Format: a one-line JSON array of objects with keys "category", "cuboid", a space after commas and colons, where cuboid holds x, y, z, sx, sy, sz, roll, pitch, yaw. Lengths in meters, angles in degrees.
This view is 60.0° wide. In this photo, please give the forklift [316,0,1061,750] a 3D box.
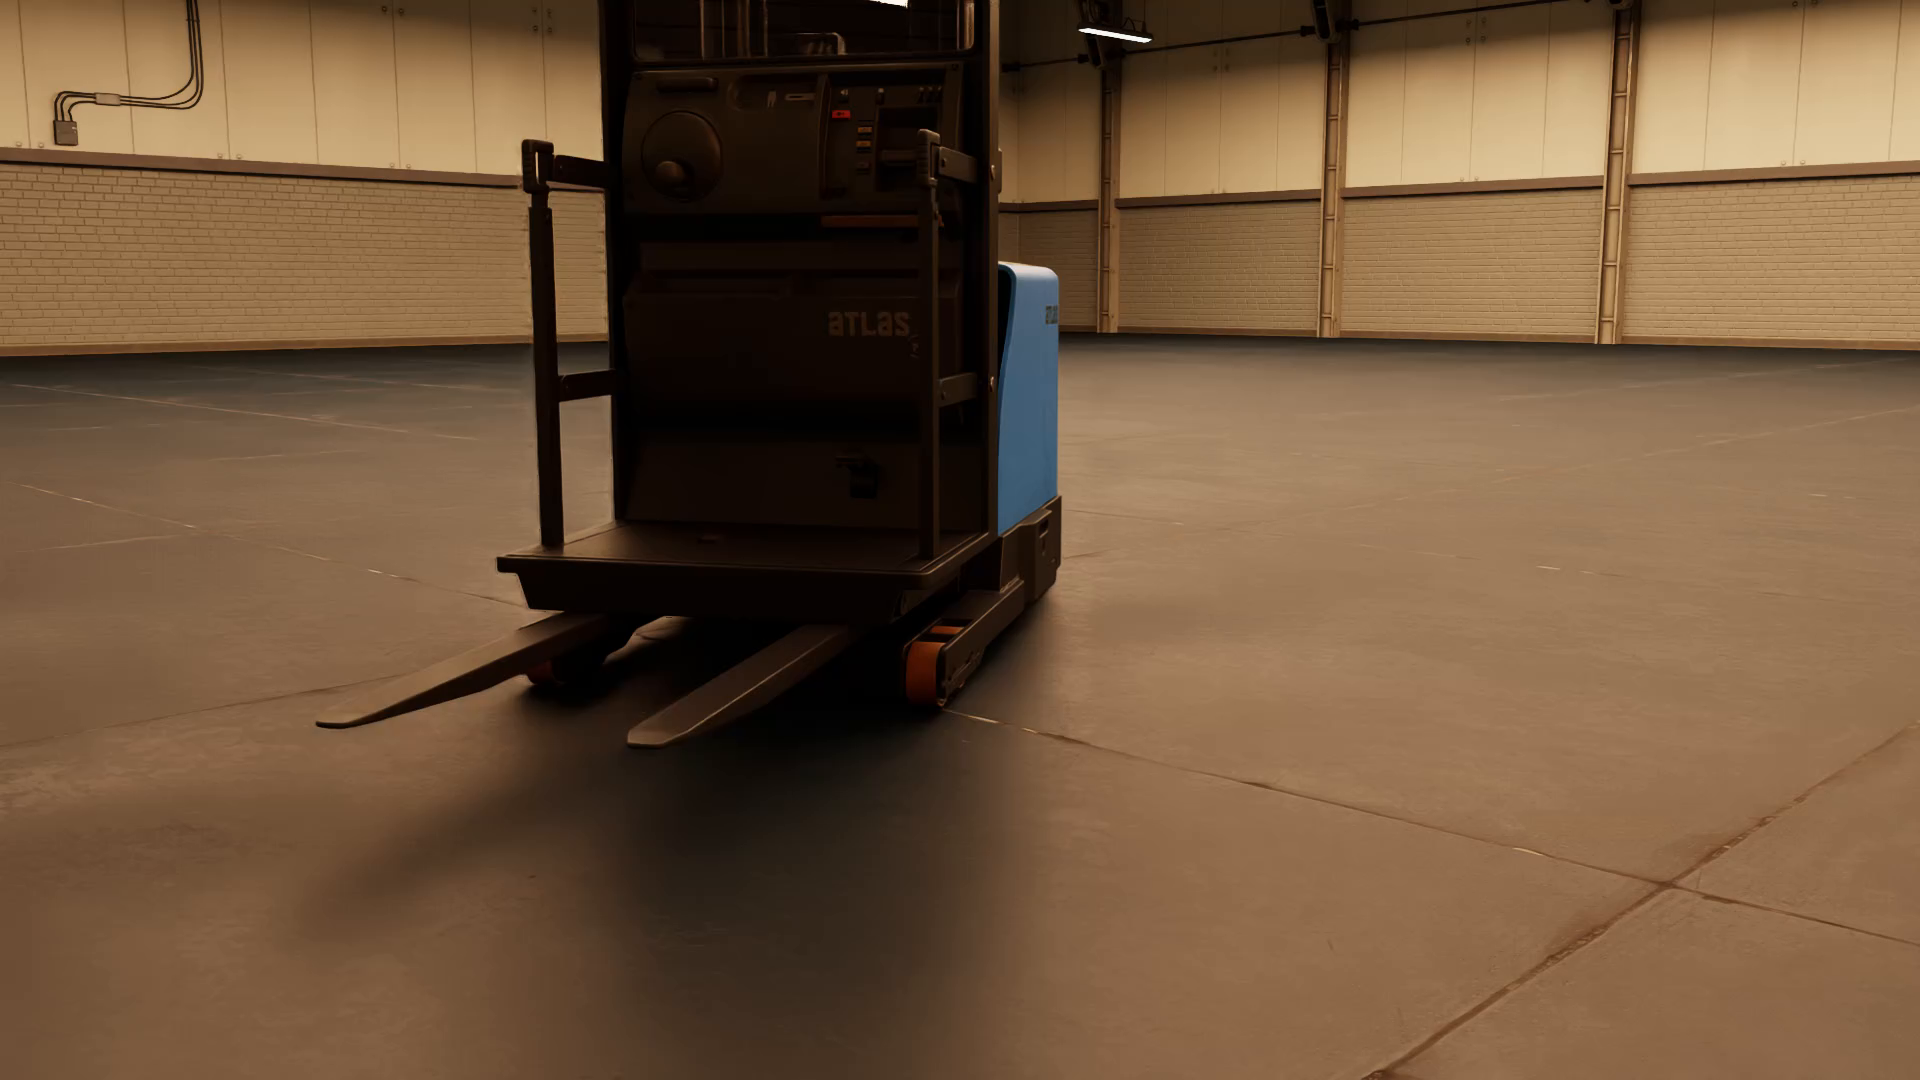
[{"category": "forklift", "cuboid": [-0.495, -1.104, 4.206, 1.130, 2.935, 3.031, 2, 9, 13]}]
